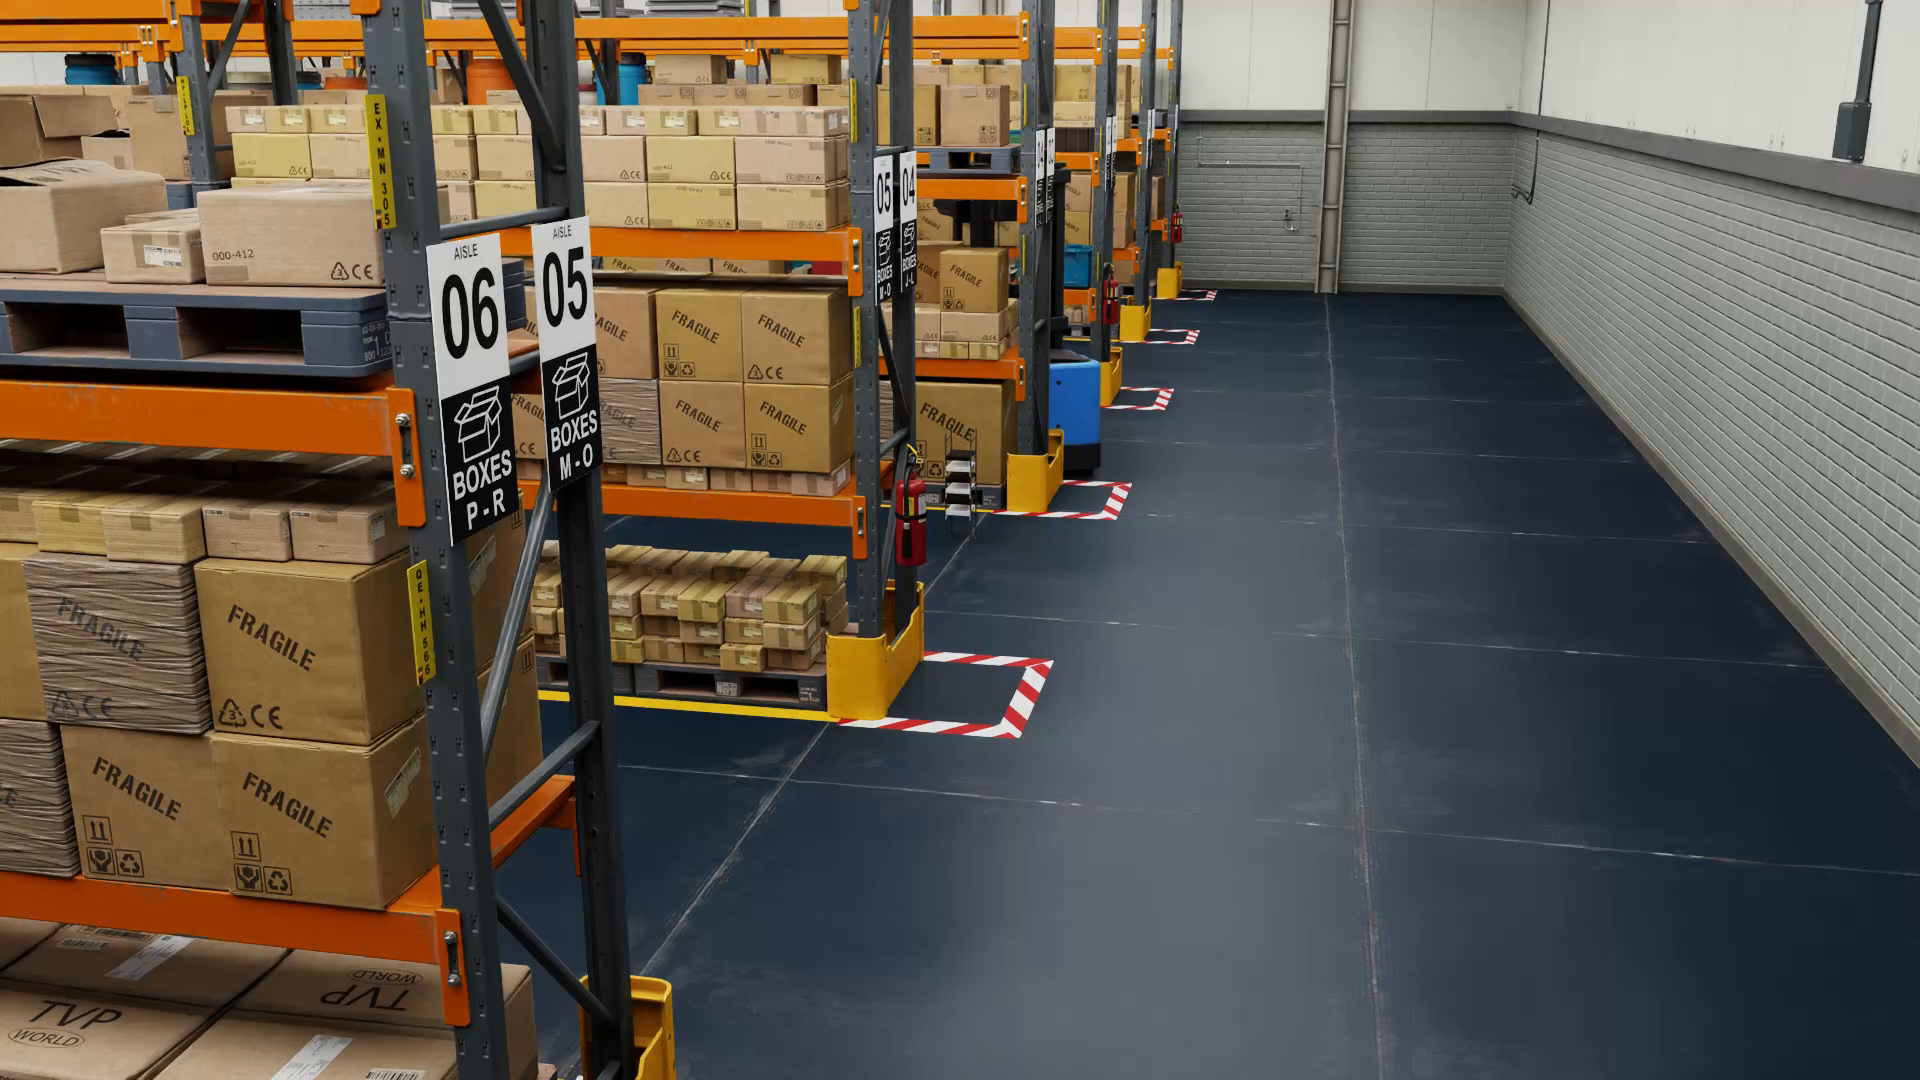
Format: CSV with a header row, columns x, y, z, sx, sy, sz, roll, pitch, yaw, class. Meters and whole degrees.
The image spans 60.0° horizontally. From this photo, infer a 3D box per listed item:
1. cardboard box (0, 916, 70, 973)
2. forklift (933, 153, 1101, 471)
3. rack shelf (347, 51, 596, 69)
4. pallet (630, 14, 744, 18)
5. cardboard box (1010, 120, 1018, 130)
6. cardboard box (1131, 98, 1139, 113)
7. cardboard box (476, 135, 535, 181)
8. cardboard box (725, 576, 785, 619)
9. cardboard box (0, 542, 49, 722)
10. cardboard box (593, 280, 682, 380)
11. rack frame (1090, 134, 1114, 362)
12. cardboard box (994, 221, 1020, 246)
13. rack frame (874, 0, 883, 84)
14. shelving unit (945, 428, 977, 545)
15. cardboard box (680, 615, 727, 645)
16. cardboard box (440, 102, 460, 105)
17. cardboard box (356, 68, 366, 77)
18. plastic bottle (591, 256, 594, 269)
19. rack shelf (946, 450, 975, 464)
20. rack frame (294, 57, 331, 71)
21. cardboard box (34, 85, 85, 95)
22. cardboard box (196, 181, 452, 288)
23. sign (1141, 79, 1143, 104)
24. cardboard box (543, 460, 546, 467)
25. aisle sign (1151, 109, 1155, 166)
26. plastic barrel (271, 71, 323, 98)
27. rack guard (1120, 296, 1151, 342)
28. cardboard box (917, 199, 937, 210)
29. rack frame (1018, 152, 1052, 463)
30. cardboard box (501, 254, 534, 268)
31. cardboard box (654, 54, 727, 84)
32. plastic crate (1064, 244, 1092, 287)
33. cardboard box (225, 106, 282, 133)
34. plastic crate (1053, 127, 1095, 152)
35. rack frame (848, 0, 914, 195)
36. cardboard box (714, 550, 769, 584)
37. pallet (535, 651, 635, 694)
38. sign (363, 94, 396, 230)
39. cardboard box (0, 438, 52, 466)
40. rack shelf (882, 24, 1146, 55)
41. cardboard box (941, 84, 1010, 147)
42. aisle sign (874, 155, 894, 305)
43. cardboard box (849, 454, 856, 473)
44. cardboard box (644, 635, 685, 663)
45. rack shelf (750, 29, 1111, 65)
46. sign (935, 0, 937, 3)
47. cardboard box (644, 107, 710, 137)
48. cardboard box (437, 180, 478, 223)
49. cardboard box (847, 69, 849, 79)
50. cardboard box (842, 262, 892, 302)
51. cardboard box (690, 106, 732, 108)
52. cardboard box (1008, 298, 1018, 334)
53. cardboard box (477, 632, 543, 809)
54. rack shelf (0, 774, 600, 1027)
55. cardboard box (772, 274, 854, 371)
x,y,z,sx,sy,sz,roll,pitch,yaw,class
-3.768,1.681,5.816,0.875,0.438,0.875,3,16,9,cardboard box
0.379,-2.364,16.537,1.130,2.935,3.031,-5,16,-18,forklift
-7.166,-7.314,25.137,4.000,0.370,1.077,3,16,11,rack shelf
-3.094,-5.991,19.367,1.213,0.211,1.003,3,16,11,pallet
0.610,-5.846,23.639,0.500,0.250,0.500,3,16,11,cardboard box
2.846,-7.320,27.988,0.500,0.250,0.500,4,16,13,cardboard box
-2.429,-2.204,9.556,0.500,0.250,0.500,2,16,9,cardboard box
-1.236,0.347,10.059,0.250,0.149,0.380,3,16,12,cardboard box
-2.841,0.212,5.047,0.500,0.500,0.500,3,16,11,cardboard box
-1.938,-1.232,9.704,0.500,0.500,0.500,4,16,14,cardboard box
1.642,-3.135,19.191,0.127,3.000,1.000,3,16,11,rack frame
0.649,-4.513,23.978,0.500,0.500,0.500,3,16,10,cardboard box
-1.287,-7.535,23.836,0.127,3.000,1.000,3,16,11,rack frame
0.008,-0.433,13.370,0.210,0.900,0.258,3,16,11,shelving unit
-1.516,0.500,10.064,0.250,0.149,0.380,2,16,9,cardboard box
-7.985,-6.581,25.506,0.500,0.250,0.500,2,16,6,cardboard box
-10.747,-8.415,30.535,0.500,0.500,0.500,4,16,13,cardboard box
-4.478,-3.320,20.090,0.135,0.276,0.152,3,16,11,plastic bottle
0.008,-0.661,13.307,0.200,0.077,0.258,3,16,11,rack shelf
-12.062,-9.469,30.819,0.127,3.000,1.000,3,16,11,rack frame
-8.206,-3.984,15.513,0.500,0.500,0.500,3,16,11,cardboard box
-1.778,-0.871,4.707,0.500,0.250,0.500,2,16,6,cardboard box
2.503,-6.159,22.830,0.005,0.325,0.100,3,16,11,sign
-2.316,-0.471,10.044,0.250,0.149,0.380,3,16,12,cardboard box
2.759,-5.757,23.786,0.004,0.787,0.394,3,16,11,aisle sign
-8.293,-5.421,20.885,0.708,0.901,0.600,3,16,11,plastic barrel
2.559,-3.230,24.217,0.348,0.500,1.175,3,16,11,rack guard
-0.375,-5.048,24.035,0.500,0.500,0.500,3,16,9,cardboard box
0.655,-1.840,14.514,0.127,3.000,1.000,3,16,11,rack frame
-3.892,-2.616,15.250,0.637,0.503,0.797,3,16,10,cardboard box
-2.344,-4.106,14.512,0.500,0.250,0.500,2,16,7,cardboard box
1.277,-3.150,19.067,0.499,0.435,0.616,3,16,11,plastic crate
-4.115,-2.488,9.832,0.250,0.149,0.380,3,16,10,cardboard box
1.321,-4.611,19.145,0.590,0.269,0.497,3,16,11,plastic crate
-0.432,-3.439,9.048,0.127,3.000,1.000,3,16,11,rack frame
-1.393,0.191,10.624,0.250,0.149,0.380,3,16,11,cardboard box
-2.487,0.674,10.662,1.213,0.211,1.003,3,16,11,pallet
-1.441,-0.940,4.137,0.005,0.325,0.100,3,16,11,sign
-3.123,-0.275,5.589,0.250,0.149,0.380,3,16,10,cardboard box
0.673,-7.080,23.548,4.000,0.370,1.077,3,16,11,rack shelf
0.135,-3.597,14.080,0.500,0.500,0.700,2,16,8,cardboard box
-0.420,-1.718,9.205,0.004,0.787,0.394,3,16,11,aisle sign
-0.684,-0.529,10.254,0.250,0.149,0.380,3,16,11,cardboard box
-1.748,0.617,10.199,0.250,0.149,0.380,3,16,12,cardboard box
-0.317,-5.593,18.924,4.000,0.370,1.077,3,16,11,rack shelf
-0.400,-9.177,27.865,0.005,0.325,0.100,3,16,11,sign
-1.571,-2.332,9.272,0.250,0.149,0.380,3,16,12,cardboard box
-2.952,-1.983,9.693,0.500,0.250,0.500,4,16,13,cardboard box
-1.683,-8.113,29.128,0.500,0.250,0.500,3,16,9,cardboard box
-0.760,-2.421,14.931,0.500,0.500,0.500,3,16,10,cardboard box
-1.440,-2.495,9.860,0.250,0.149,0.380,3,16,12,cardboard box
0.239,-2.007,14.841,0.500,0.250,0.500,3,16,10,cardboard box
-1.733,0.604,5.505,0.500,0.500,0.500,3,16,11,cardboard box
-3.279,0.993,5.635,4.000,0.370,1.077,3,16,11,rack shelf
-0.819,-1.314,10.000,0.500,0.500,0.500,3,16,11,cardboard box
